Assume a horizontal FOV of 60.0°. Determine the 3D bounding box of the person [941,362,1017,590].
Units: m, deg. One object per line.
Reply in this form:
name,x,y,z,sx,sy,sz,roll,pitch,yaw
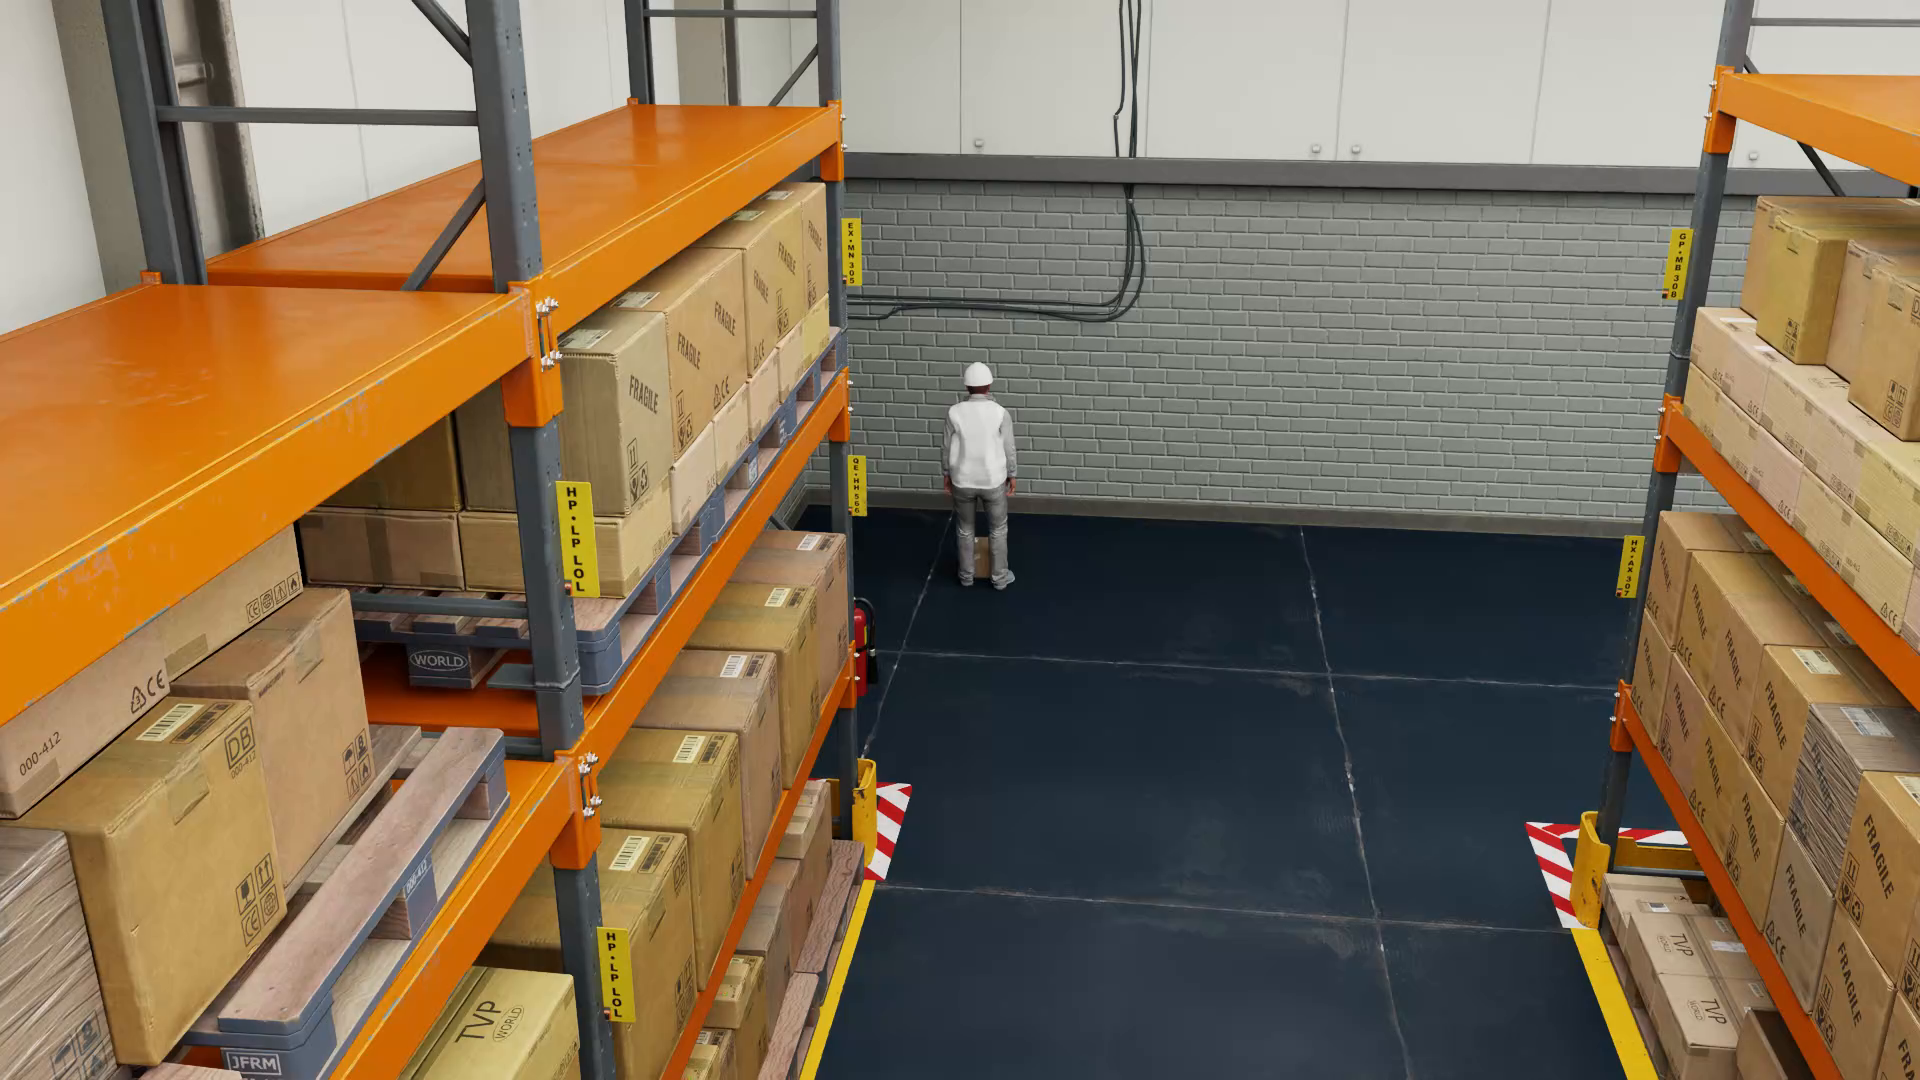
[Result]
person,0.146,-0.480,12.721,0.580,1.771,0.464,3,21,7
